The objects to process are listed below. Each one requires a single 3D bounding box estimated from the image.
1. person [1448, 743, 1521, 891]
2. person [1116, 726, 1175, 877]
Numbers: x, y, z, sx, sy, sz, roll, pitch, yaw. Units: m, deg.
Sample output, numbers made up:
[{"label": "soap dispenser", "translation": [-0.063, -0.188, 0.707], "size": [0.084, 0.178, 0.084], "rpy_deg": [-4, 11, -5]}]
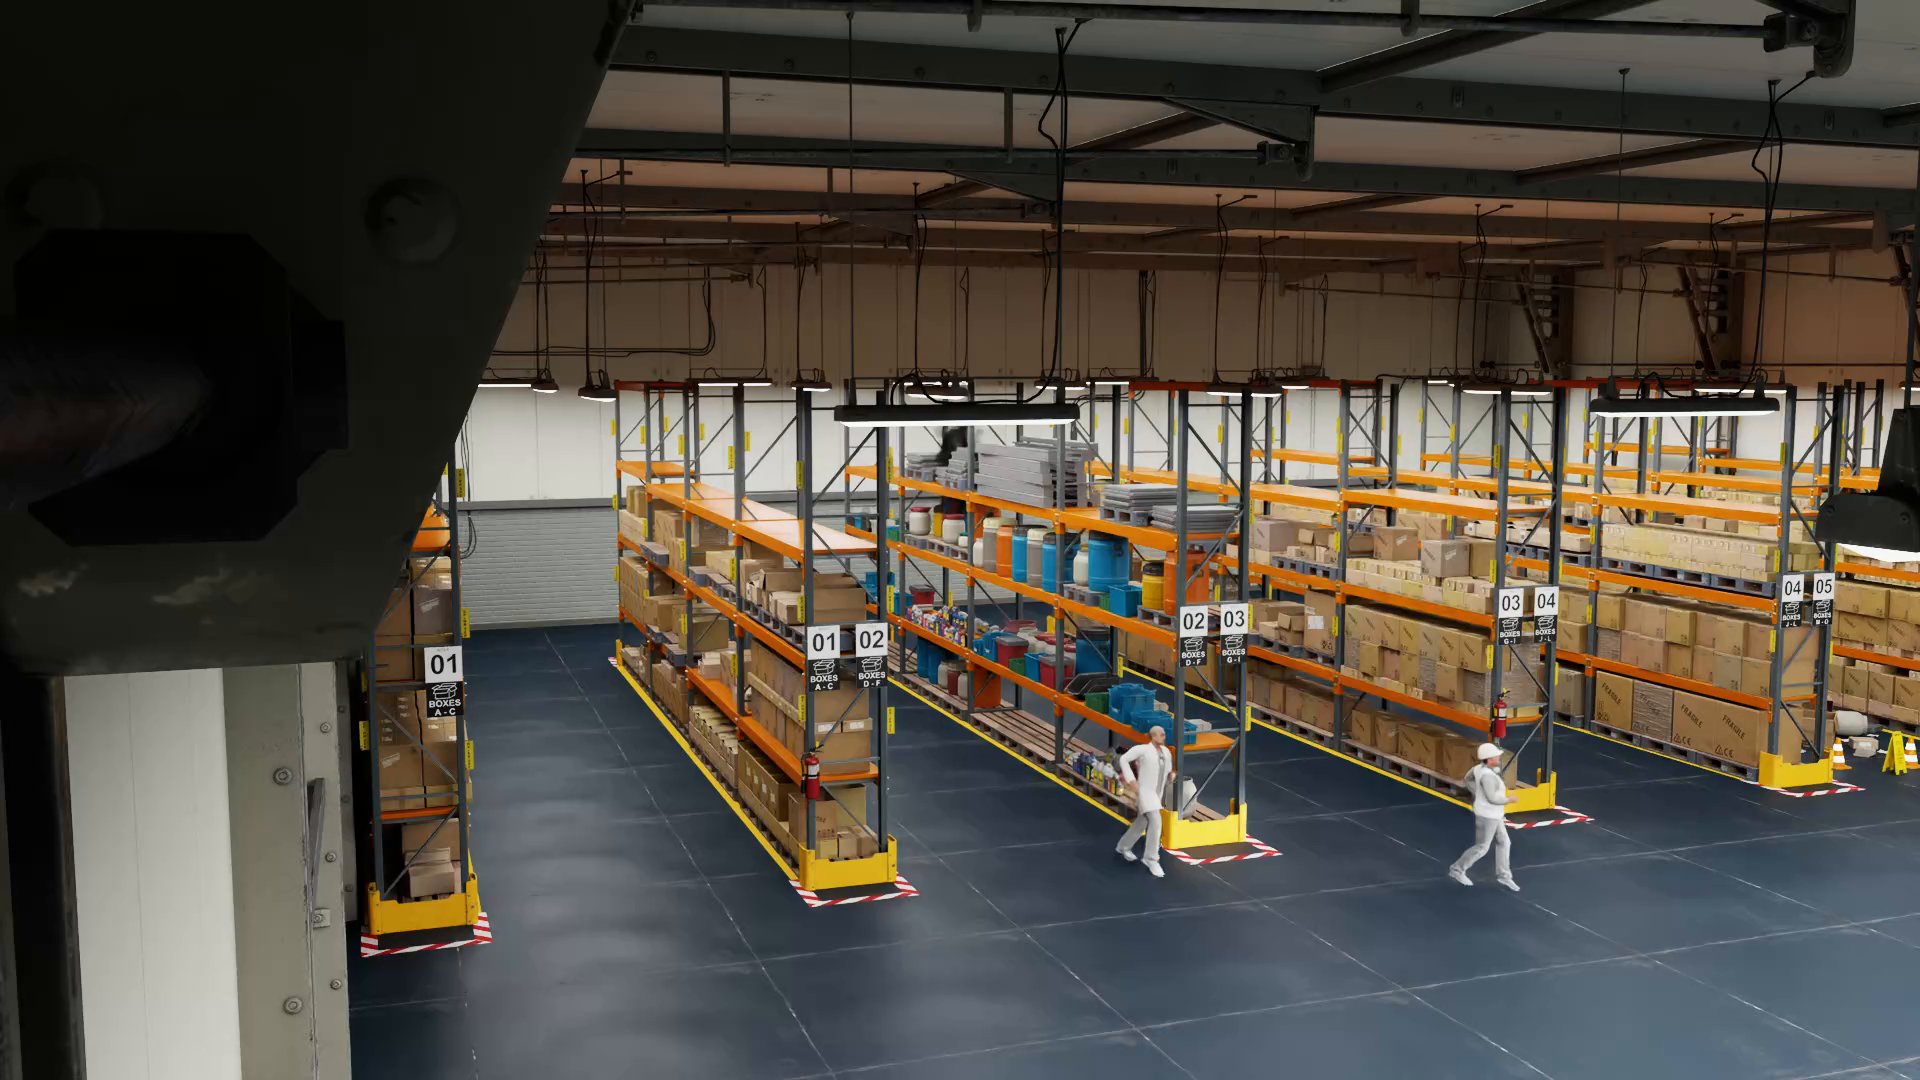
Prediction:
[{"label": "person", "translation": [6.341, 3.340, 20.019], "size": [0.849, 1.823, 0.663], "rpy_deg": [2, 6, 14]}, {"label": "person", "translation": [2.399, 3.243, 21.036], "size": [0.882, 1.798, 0.694], "rpy_deg": [6, 8, 43]}]
